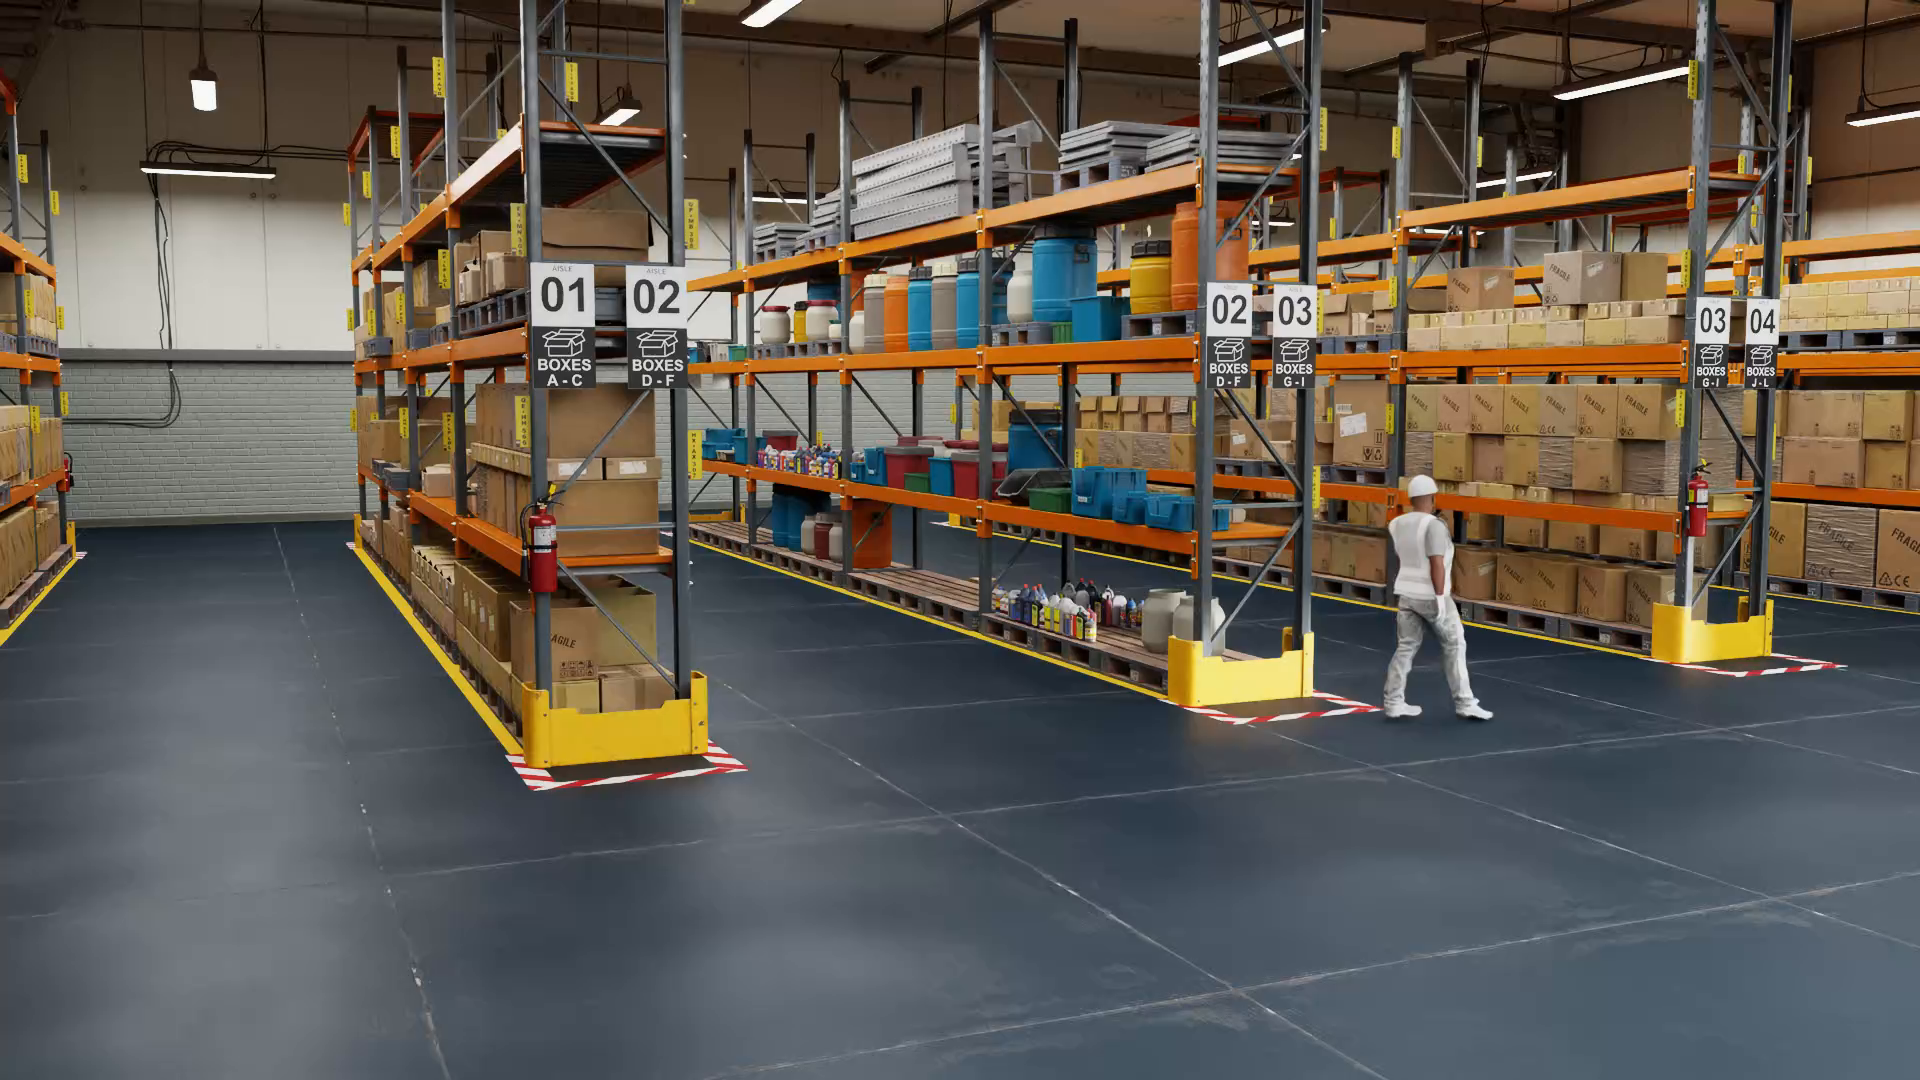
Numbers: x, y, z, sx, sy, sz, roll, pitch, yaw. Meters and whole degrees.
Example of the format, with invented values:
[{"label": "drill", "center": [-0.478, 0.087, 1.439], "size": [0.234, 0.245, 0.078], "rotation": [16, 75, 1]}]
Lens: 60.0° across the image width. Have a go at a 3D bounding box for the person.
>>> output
[{"label": "person", "center": [3.450, 0.412, 12.127], "size": [0.787, 1.774, 0.596], "rotation": [-3, 6, -27]}]
